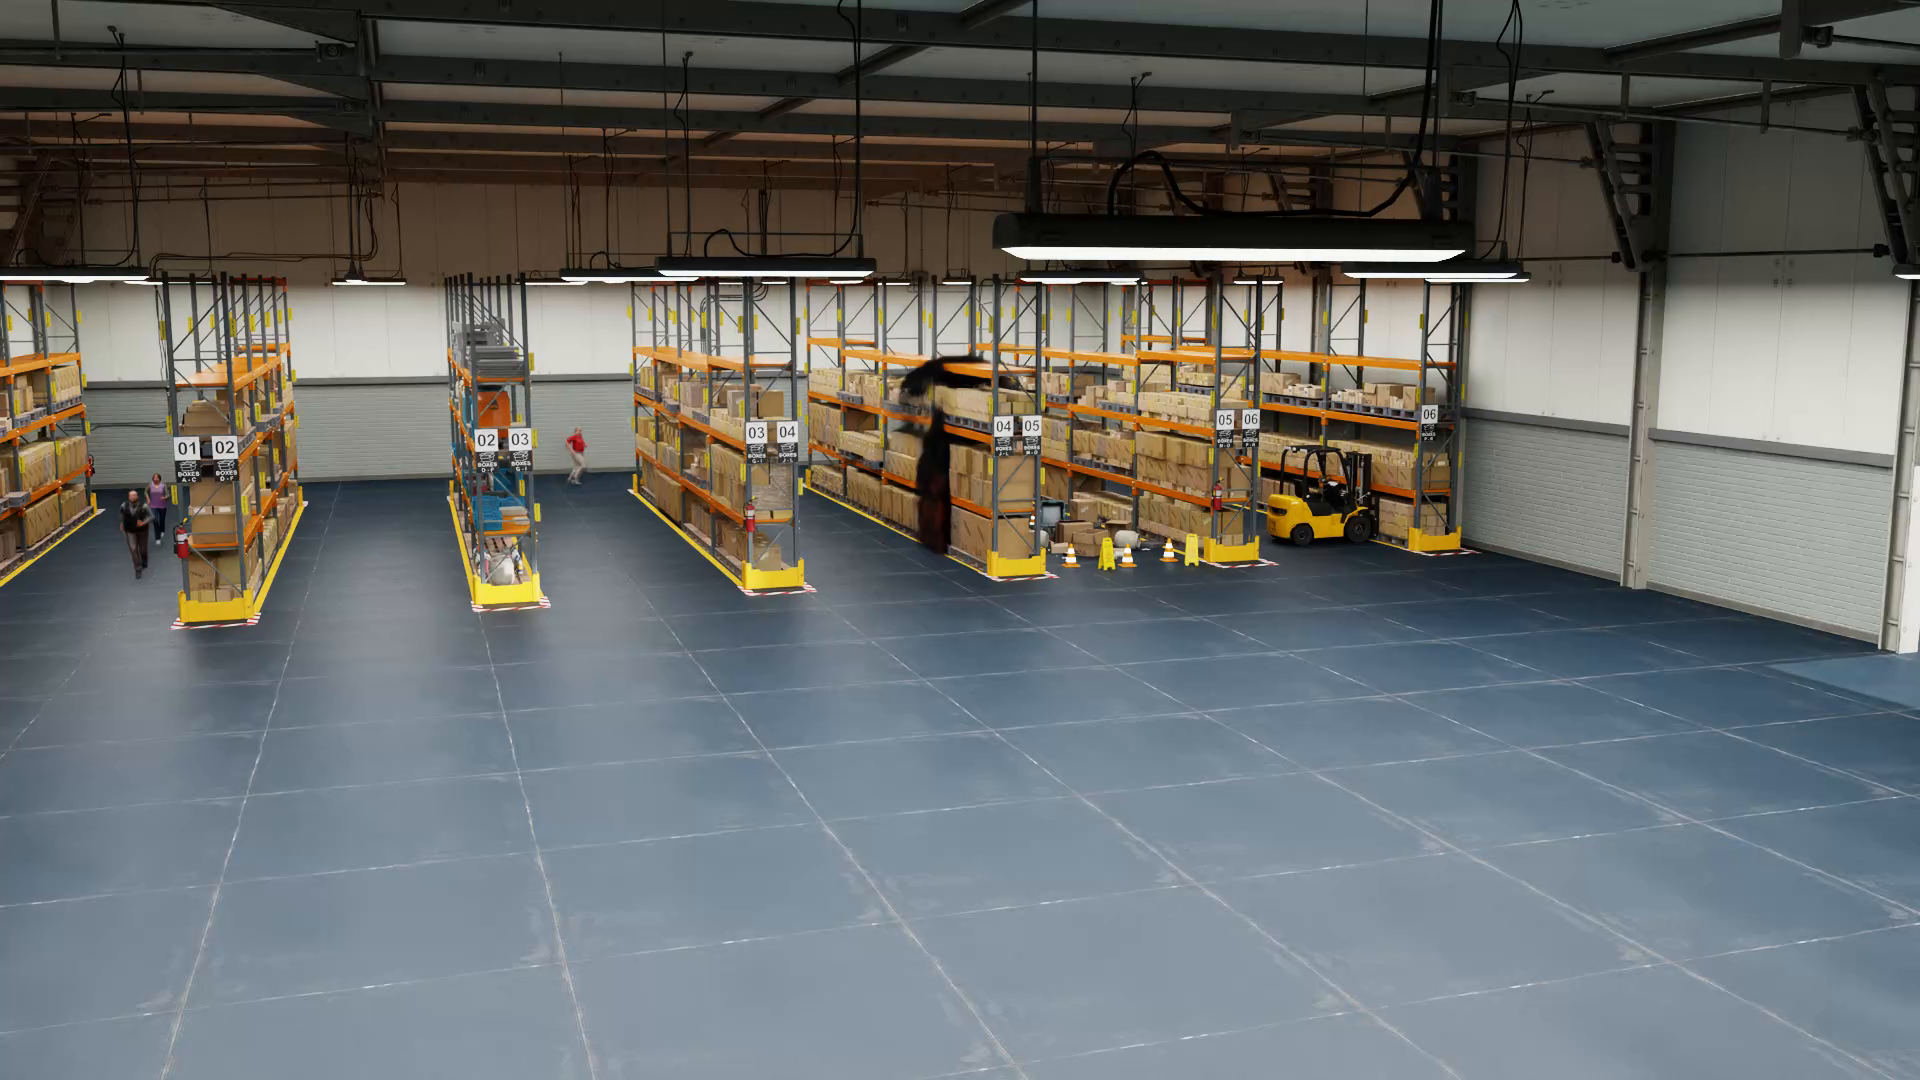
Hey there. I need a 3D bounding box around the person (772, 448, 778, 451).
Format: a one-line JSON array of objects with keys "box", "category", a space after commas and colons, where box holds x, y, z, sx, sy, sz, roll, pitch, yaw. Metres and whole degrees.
[{"box": [-5.551, -2.311, 47.710, 0.751, 1.733, 0.908, 3, 9, 18], "category": "person"}]

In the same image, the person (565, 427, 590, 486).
[{"box": [-11.163, -2.444, 48.636, 0.712, 1.723, 0.647, 1, 9, 9], "category": "person"}]

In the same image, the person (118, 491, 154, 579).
[{"box": [-16.477, -0.132, 33.275, 0.678, 1.722, 0.854, -3, 9, -18], "category": "person"}]

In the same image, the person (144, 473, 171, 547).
[{"box": [-18.023, -0.697, 37.394, 0.539, 1.588, 0.857, -4, 10, -25], "category": "person"}]
